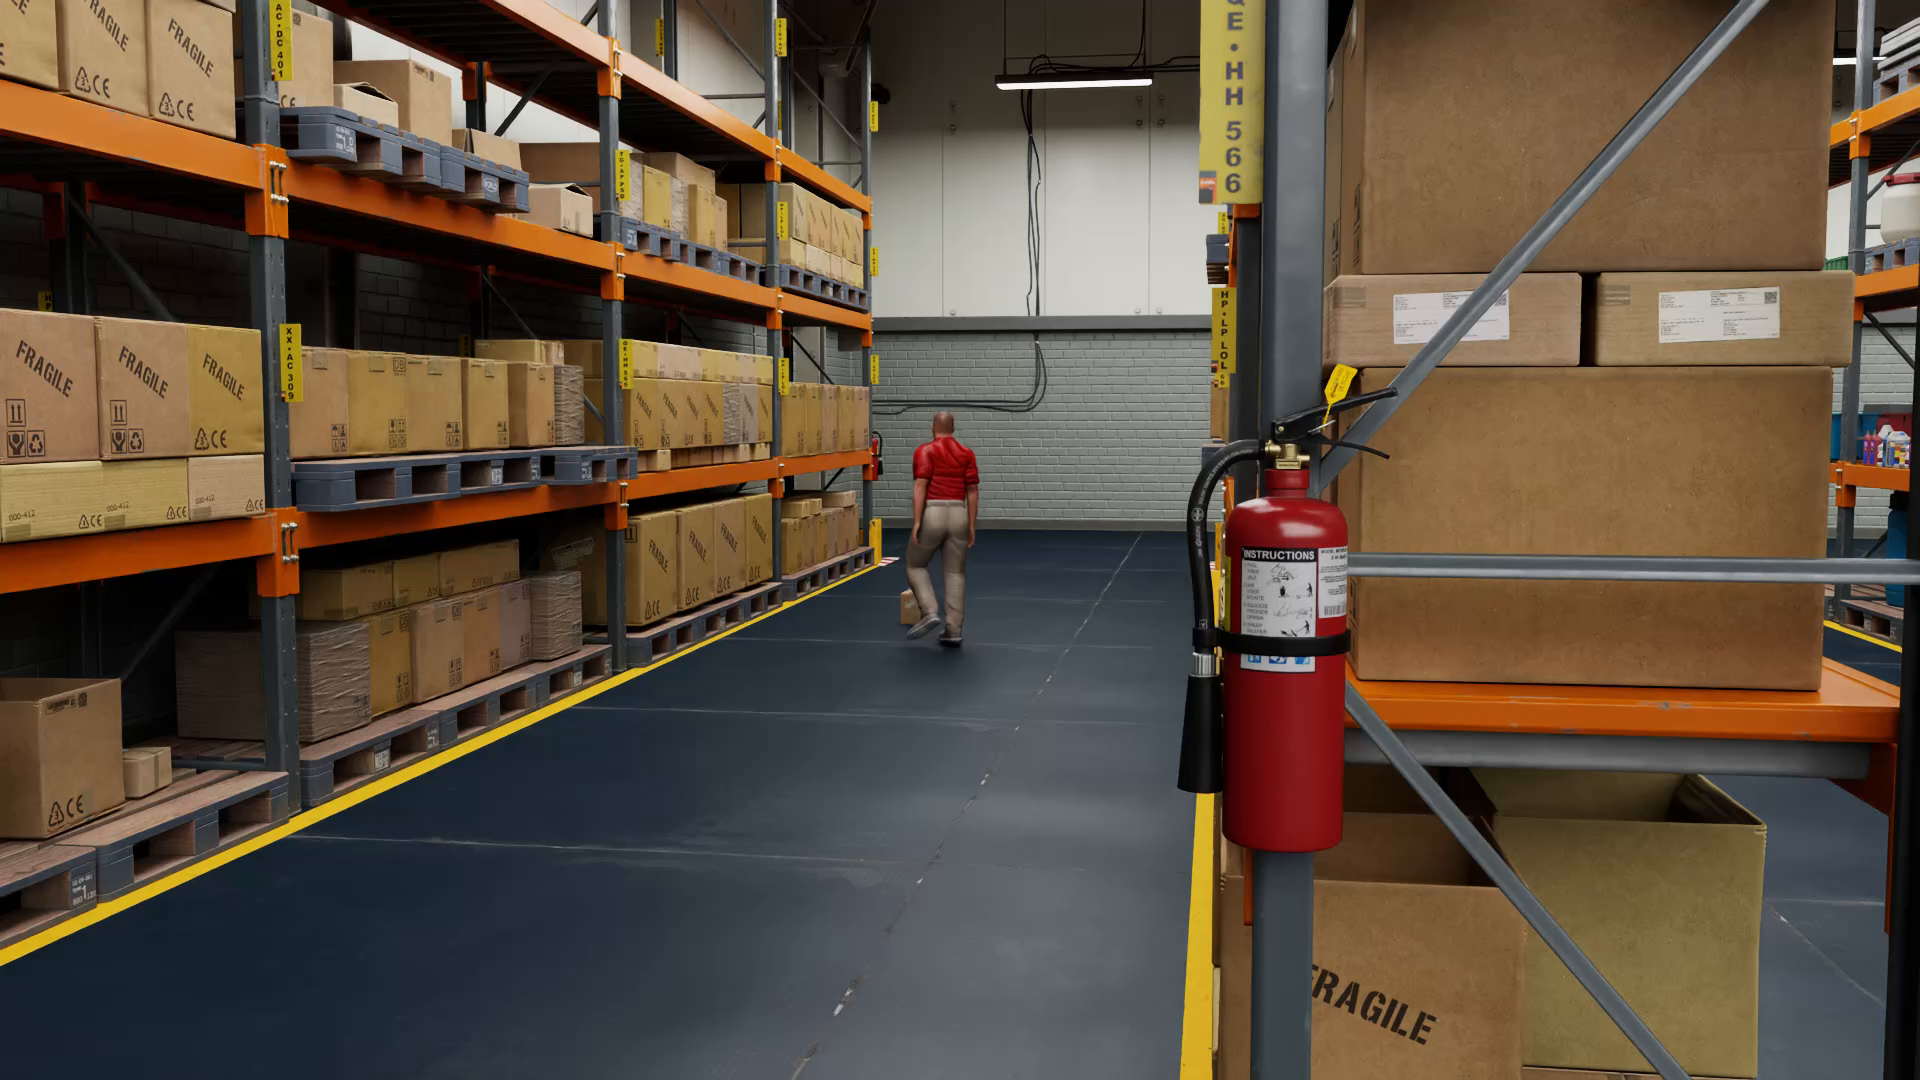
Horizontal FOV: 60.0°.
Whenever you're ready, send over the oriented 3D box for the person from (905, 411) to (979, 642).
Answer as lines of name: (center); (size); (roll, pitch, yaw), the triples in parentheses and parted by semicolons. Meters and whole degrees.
person: (-0.121, -0.104, 12.388); (0.571, 1.710, 0.508); (-2, 5, -21)
